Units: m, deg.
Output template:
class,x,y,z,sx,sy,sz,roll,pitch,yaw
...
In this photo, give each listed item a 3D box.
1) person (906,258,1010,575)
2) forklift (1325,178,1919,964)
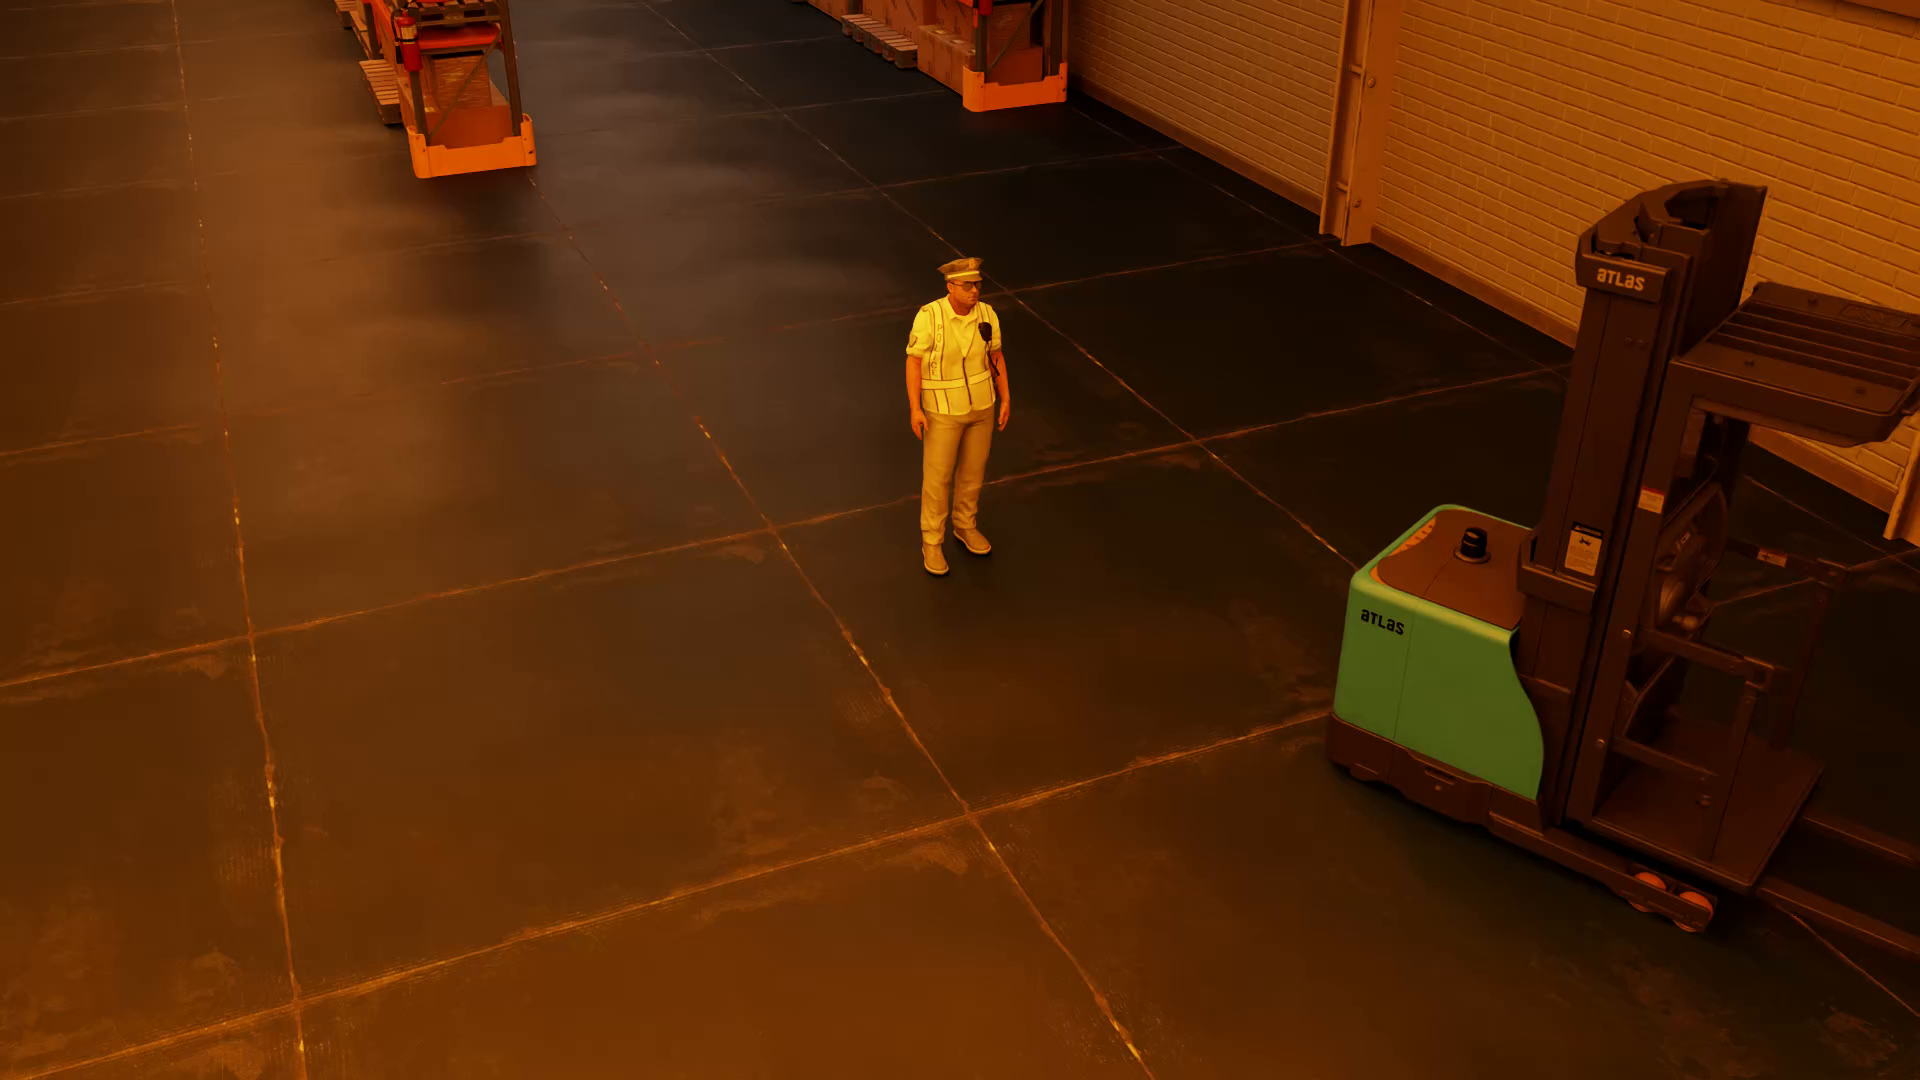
class,x,y,z,sx,sy,sz,roll,pitch,yaw
person,0.020,-0.741,9.562,0.640,1.778,0.575,-12,32,-20
forklift,3.239,0.110,6.928,3.031,2.935,1.130,22,37,34
